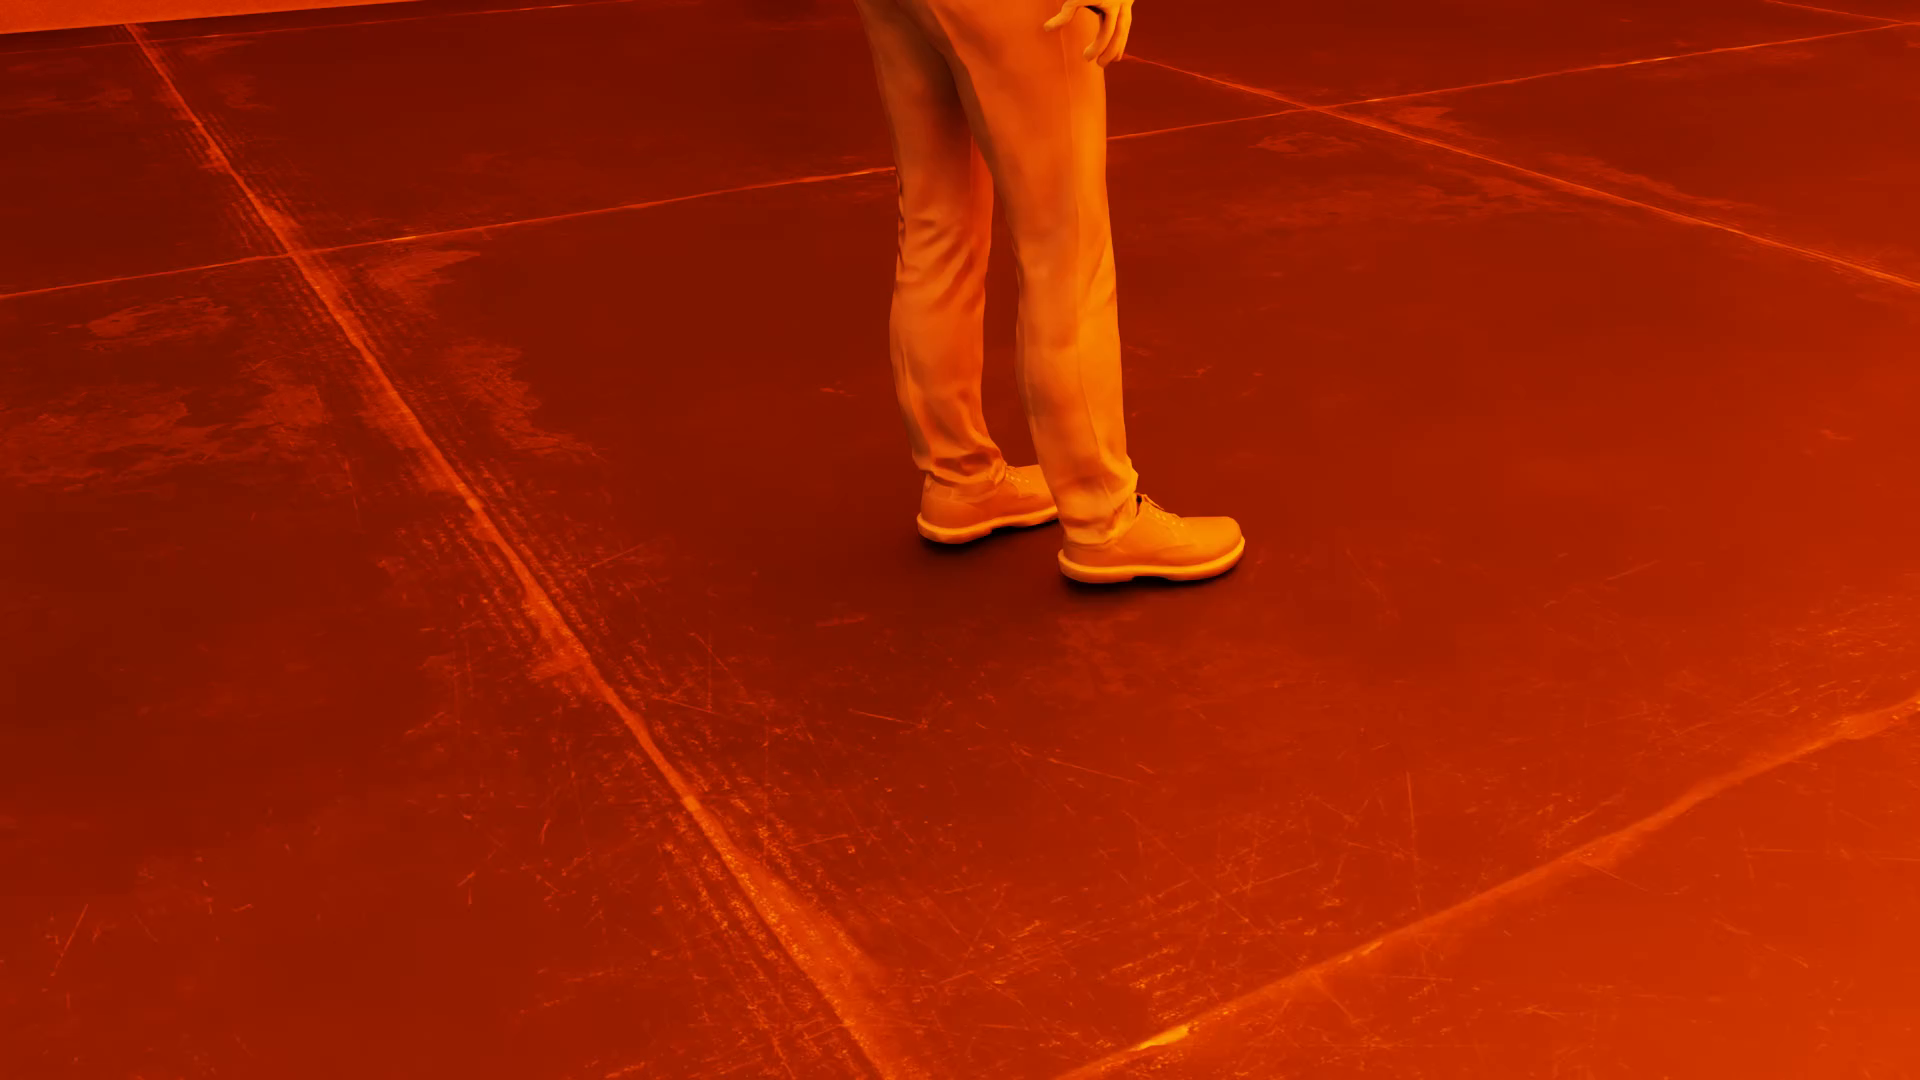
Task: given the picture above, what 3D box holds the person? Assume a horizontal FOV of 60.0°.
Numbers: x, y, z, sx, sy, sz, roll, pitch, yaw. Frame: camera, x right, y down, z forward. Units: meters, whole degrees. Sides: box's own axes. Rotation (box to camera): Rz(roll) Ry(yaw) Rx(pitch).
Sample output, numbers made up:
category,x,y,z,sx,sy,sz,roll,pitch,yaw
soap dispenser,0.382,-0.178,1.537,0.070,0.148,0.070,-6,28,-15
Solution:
category,x,y,z,sx,sy,sz,roll,pitch,yaw
person,0.063,-0.775,2.139,0.530,1.694,0.587,-15,30,-26
